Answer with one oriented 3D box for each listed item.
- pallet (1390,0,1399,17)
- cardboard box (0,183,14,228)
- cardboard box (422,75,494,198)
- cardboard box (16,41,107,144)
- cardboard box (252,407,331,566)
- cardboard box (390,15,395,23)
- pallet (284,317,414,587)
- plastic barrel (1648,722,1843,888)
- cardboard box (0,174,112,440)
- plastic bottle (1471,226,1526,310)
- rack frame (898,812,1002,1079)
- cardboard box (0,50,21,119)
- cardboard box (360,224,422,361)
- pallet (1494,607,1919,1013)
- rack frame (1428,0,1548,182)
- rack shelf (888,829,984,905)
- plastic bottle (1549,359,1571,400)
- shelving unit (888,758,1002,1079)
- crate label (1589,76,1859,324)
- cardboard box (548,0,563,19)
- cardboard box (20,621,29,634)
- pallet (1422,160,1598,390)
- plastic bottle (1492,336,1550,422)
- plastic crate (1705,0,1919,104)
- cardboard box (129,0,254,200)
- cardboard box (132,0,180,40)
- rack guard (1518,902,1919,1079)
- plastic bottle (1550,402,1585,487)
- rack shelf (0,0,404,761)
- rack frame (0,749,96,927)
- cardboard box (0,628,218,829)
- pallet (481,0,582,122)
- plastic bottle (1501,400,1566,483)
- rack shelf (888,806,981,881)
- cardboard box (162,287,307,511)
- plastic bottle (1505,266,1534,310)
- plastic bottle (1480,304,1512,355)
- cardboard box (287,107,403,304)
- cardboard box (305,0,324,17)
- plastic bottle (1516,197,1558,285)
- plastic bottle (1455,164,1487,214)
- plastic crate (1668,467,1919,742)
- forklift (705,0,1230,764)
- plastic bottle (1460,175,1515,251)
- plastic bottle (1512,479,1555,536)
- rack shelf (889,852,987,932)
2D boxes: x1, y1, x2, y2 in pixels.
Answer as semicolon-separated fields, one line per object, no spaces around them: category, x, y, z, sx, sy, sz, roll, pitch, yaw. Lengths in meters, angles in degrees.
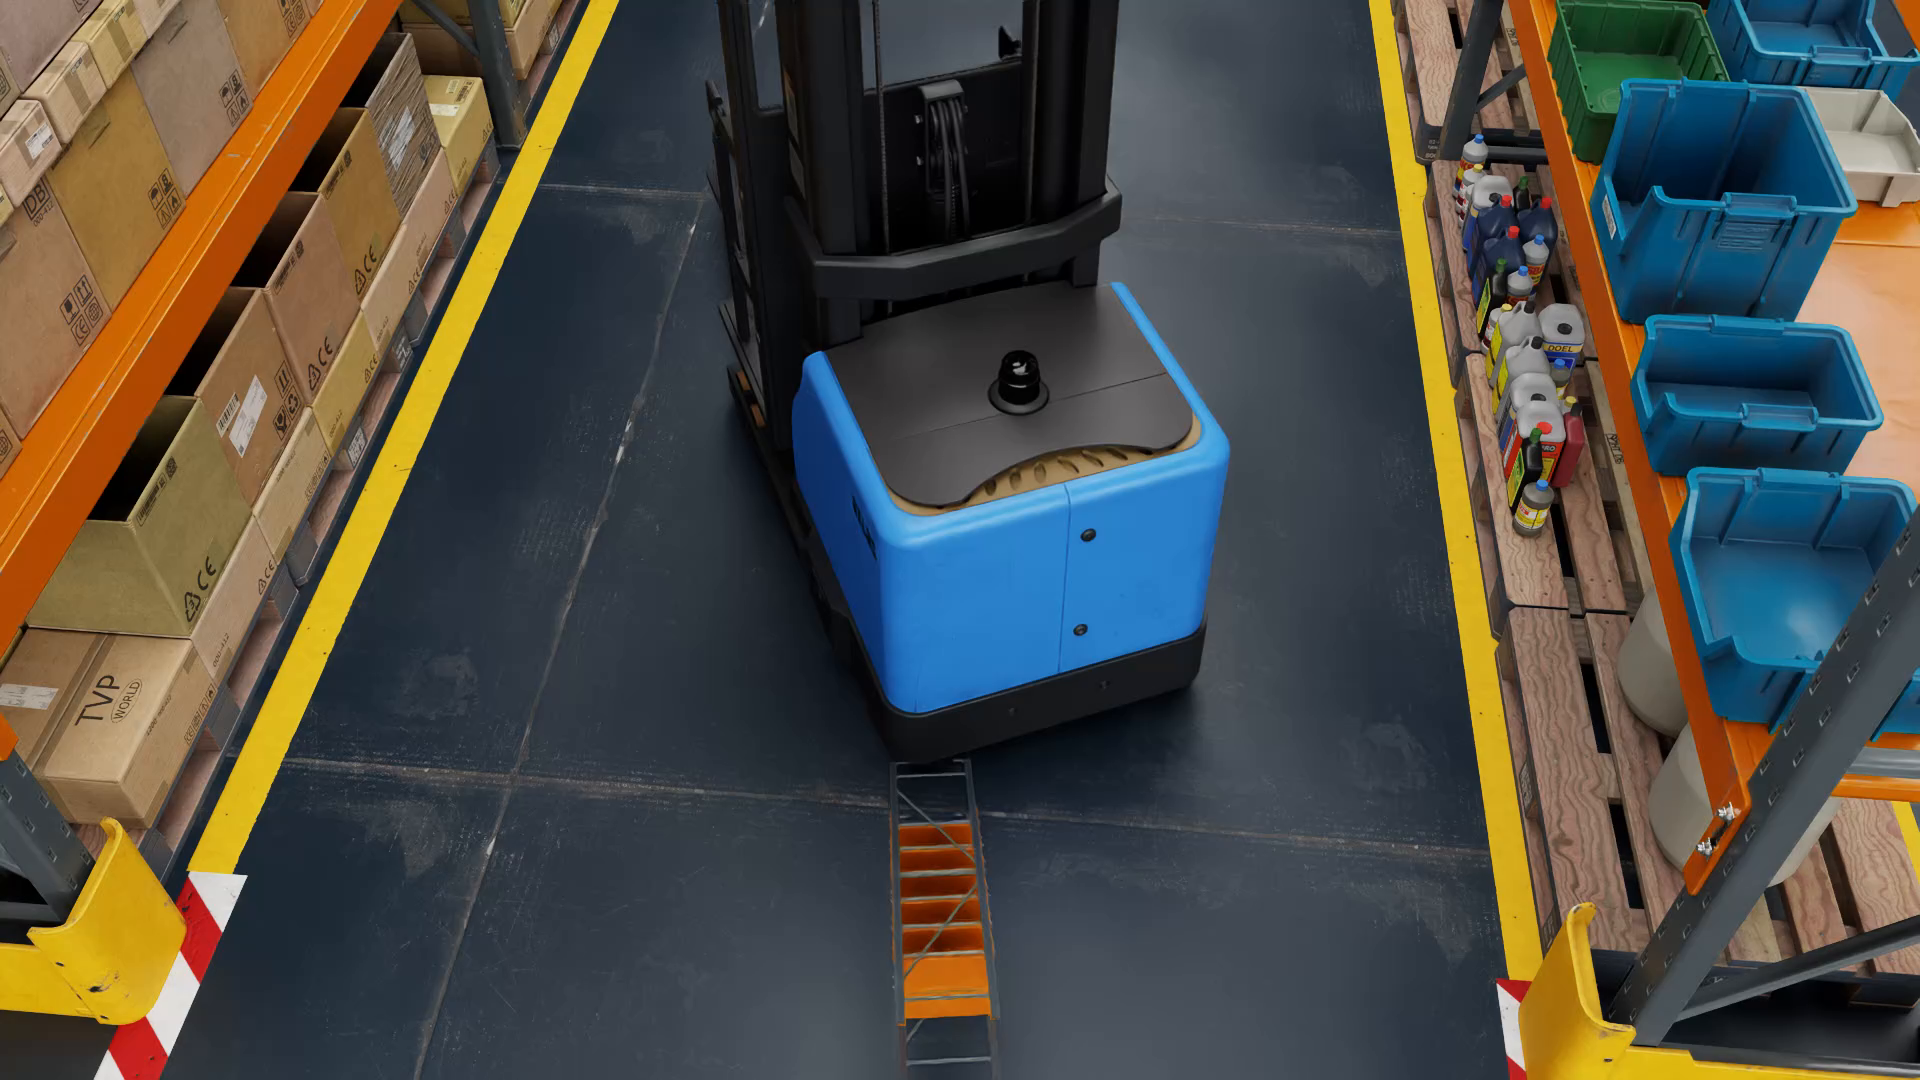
pallet;2.649;-3.009;8.359;1.003;0.211;1.213;4;48;4
cardboard box;-2.494;-0.772;3.916;0.380;0.149;0.250;4;48;4
cardboard box;-2.250;-1.666;6.820;0.500;0.250;0.500;4;48;4
cardboard box;-2.447;-1.153;4.265;0.380;0.149;0.250;2;48;2
cardboard box;-2.431;-0.196;5.475;0.500;0.250;0.500;4;48;4
cardboard box;-2.674;-2.527;7.228;0.500;0.311;0.500;4;48;4
pallet;-2.648;-0.386;5.960;1.003;0.211;1.213;4;48;4
plastic barrel;2.127;0.677;4.500;0.421;0.512;0.421;0;48;0
cardboard box;-2.691;-0.630;4.226;0.700;0.500;0.500;5;48;5
plastic bottle;2.003;-1.022;6.149;0.144;0.351;0.185;2;48;2
rack frame;-0.053;1.046;4.433;0.240;0.006;1.200;-2;22;-2
cardboard box;-2.687;-1.108;3.783;0.700;0.500;0.500;3;48;3
cardboard box;-2.336;-0.931;6.147;0.500;0.250;0.500;4;48;4
pallet;2.182;0.753;4.918;1.003;0.211;1.213;4;48;4
rack frame;2.507;-2.472;5.978;1.000;3.000;0.127;4;48;4
rack shelf;-0.064;0.900;4.552;0.258;0.180;0.103;-2;22;-2
plastic bottle;2.072;-0.547;5.815;0.097;0.201;0.097;0;48;0
shelving unit;-0.055;0.962;4.399;0.258;0.189;1.200;-2;22;-2
crate label;2.041;-0.915;4.530;0.502;0.435;0.616;4;48;4
cardboard box;-2.094;-2.676;7.744;0.500;0.250;0.500;5;48;5
cardboard box;-3.001;0.136;5.172;0.500;0.250;0.500;4;48;4
pallet;2.405;-1.040;6.558;1.003;0.211;1.213;4;48;4
plastic bottle;1.948;-0.573;5.738;0.144;0.351;0.185;6;48;5
plastic crate;2.677;-1.590;5.272;0.499;0.251;0.616;4;48;4
cardboard box;-2.596;-1.382;4.913;0.700;0.500;0.500;5;48;5
cardboard box;-2.398;-1.524;4.604;0.380;0.149;0.250;4;48;4
rack guard;2.103;1.252;4.266;1.175;0.500;0.348;4;48;4
plastic bottle;2.030;-0.320;5.552;0.061;0.283;0.133;4;48;4
rack shelf;-2.607;-1.095;5.206;1.077;0.370;4.000;4;48;4
rack frame;-2.789;0.132;3.597;1.000;3.000;0.127;4;48;4
cardboard box;-2.519;0.539;4.803;0.500;0.250;0.500;4;48;4
pallet;-2.397;-2.410;7.812;1.003;0.211;1.213;4;48;4
plastic bottle;1.924;-0.324;5.561;0.152;0.276;0.135;4;48;4
rack shelf;-0.070;0.856;4.663;0.258;0.180;0.103;-2;22;-2
cardboard box;-2.443;-0.450;5.199;0.500;0.500;0.500;4;48;4
plastic bottle;2.027;-0.885;6.077;0.097;0.271;0.097;0;48;0
plastic bottle;1.954;-0.765;6.015;0.097;0.201;0.097;0;48;0
cardboard box;-2.349;-1.185;5.871;0.500;0.500;0.500;4;48;4
cardboard box;-2.501;-2.127;5.595;0.700;0.500;0.500;3;48;3
plastic bottle;2.164;-1.151;6.267;0.144;0.351;0.185;4;48;4
plastic bottle;2.033;-1.396;6.593;0.097;0.201;0.097;0;48;0
plastic crate;1.891;0.130;3.699;0.499;0.251;0.616;4;48;4
forklift;-0.215;-1.422;5.064;1.130;2.935;3.031;-15;49;-13
plastic bottle;2.040;-1.257;6.414;0.152;0.276;0.135;5;48;5
plastic bottle;1.874;-0.115;5.421;0.097;0.201;0.097;0;48;0
rack shelf;-0.057;0.945;4.440;0.258;0.180;0.103;-2;22;-2
